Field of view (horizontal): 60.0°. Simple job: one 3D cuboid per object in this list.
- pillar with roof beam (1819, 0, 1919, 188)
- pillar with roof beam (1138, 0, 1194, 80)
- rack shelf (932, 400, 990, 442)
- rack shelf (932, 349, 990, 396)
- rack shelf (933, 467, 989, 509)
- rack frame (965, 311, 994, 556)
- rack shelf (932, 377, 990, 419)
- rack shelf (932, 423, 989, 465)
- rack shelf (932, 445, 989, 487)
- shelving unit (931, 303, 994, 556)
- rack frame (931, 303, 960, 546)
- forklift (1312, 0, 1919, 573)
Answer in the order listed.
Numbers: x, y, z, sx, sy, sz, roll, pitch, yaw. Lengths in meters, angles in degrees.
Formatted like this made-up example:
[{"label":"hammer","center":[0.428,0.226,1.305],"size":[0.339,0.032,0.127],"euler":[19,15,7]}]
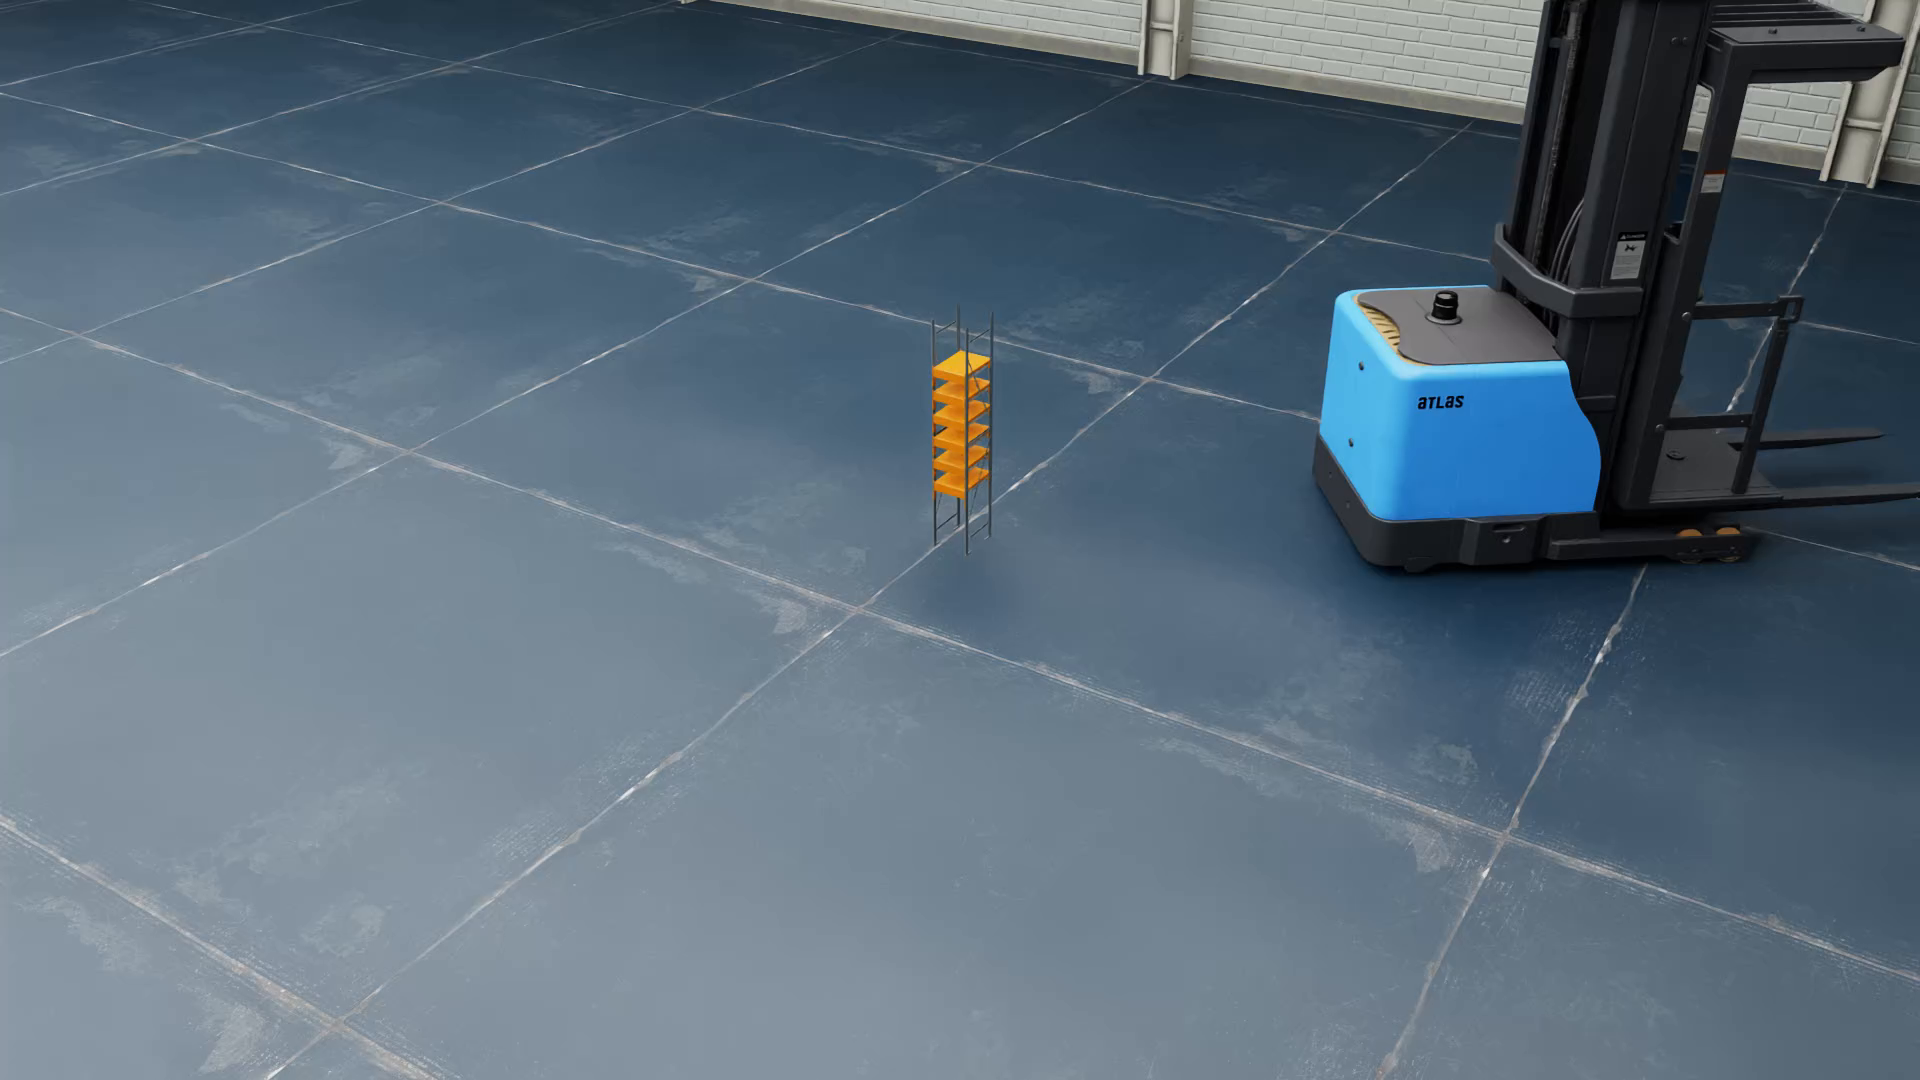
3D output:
[{"label":"pillar with roof beam","center":[4.738,-4.902,7.723],"size":[0.400,9.000,9.100],"euler":[18,35,27]},{"label":"pillar with roof beam","center":[-0.344,-6.510,10.478],"size":[0.400,9.000,9.100],"euler":[18,35,27]},{"label":"rack shelf","center":[0.012,-0.580,7.903],"size":[0.180,0.103,0.258],"euler":[18,35,27]},{"label":"rack shelf","center":[0.012,-0.787,7.782],"size":[0.180,0.103,0.258],"euler":[18,35,27]},{"label":"rack shelf","center":[0.012,-0.269,8.084],"size":[0.180,0.103,0.258],"euler":[18,35,27]},{"label":"rack frame","center":[0.090,-0.490,7.899],"size":[0.006,1.200,0.240],"euler":[18,35,27]},{"label":"rack shelf","center":[0.012,-0.683,7.842],"size":[0.180,0.103,0.258],"euler":[18,35,27]},{"label":"rack shelf","center":[0.012,-0.476,7.963],"size":[0.180,0.103,0.258],"euler":[18,35,27]},{"label":"rack shelf","center":[0.012,-0.372,8.024],"size":[0.180,0.103,0.258],"euler":[18,35,27]},{"label":"shelving unit","center":[0.012,-0.514,7.941],"size":[0.189,1.200,0.258],"euler":[18,35,27]},{"label":"rack frame","center":[-0.065,-0.539,7.983],"size":[0.006,1.200,0.240],"euler":[18,35,27]},{"label":"forklift","center":[3.393,-1.413,7.763],"size":[3.031,2.935,1.130],"euler":[-3,30,-5]}]
